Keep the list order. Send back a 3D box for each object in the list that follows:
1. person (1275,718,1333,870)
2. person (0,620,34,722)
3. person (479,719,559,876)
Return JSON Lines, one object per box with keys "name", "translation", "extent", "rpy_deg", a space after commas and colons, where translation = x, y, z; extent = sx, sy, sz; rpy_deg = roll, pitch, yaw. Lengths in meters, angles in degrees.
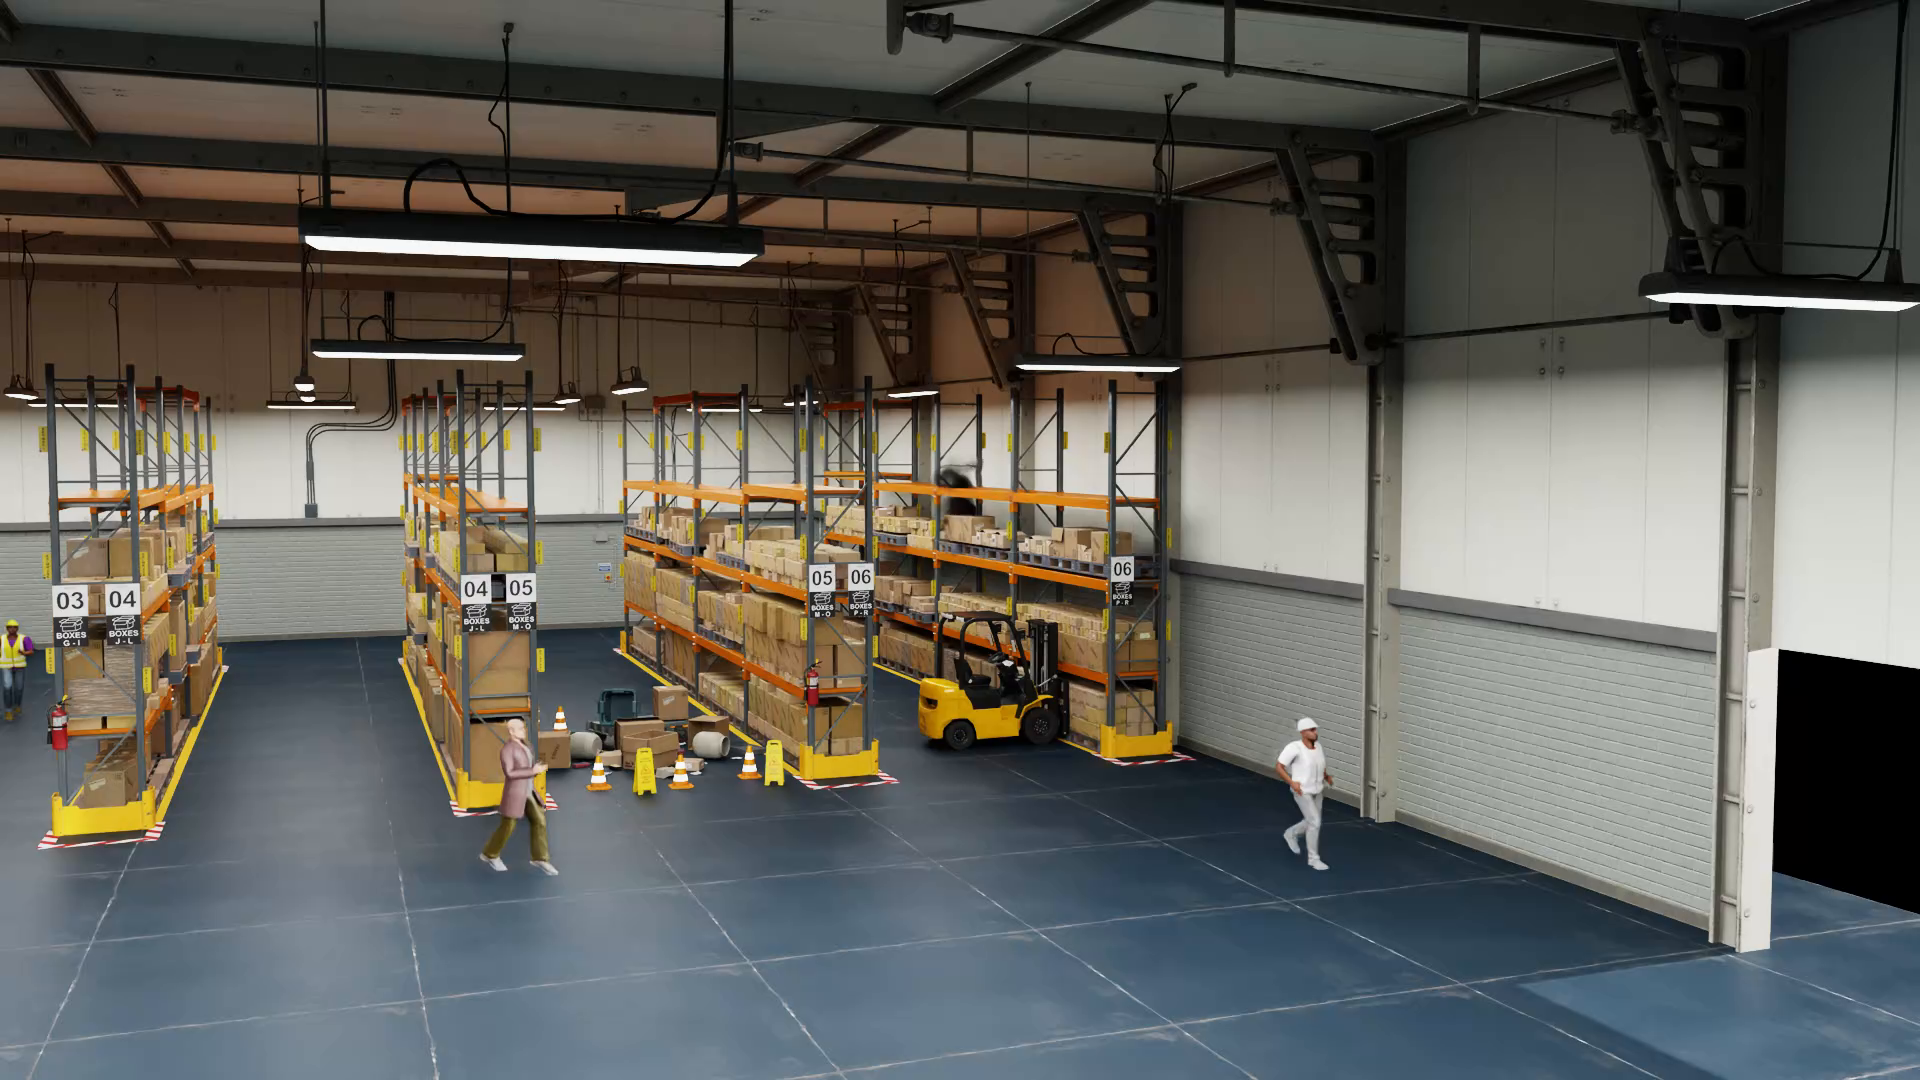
{"name": "person", "translation": [4.079, 2.976, 19.702], "extent": [0.707, 1.754, 0.777], "rpy_deg": [-3, 4, -37]}
{"name": "person", "translation": [-17.178, 2.355, 30.164], "extent": [0.673, 1.830, 0.780], "rpy_deg": [-2, 4, -35]}
{"name": "person", "translation": [-5.126, 2.974, 19.226], "extent": [0.929, 1.830, 0.677], "rpy_deg": [1, 3, 16]}
